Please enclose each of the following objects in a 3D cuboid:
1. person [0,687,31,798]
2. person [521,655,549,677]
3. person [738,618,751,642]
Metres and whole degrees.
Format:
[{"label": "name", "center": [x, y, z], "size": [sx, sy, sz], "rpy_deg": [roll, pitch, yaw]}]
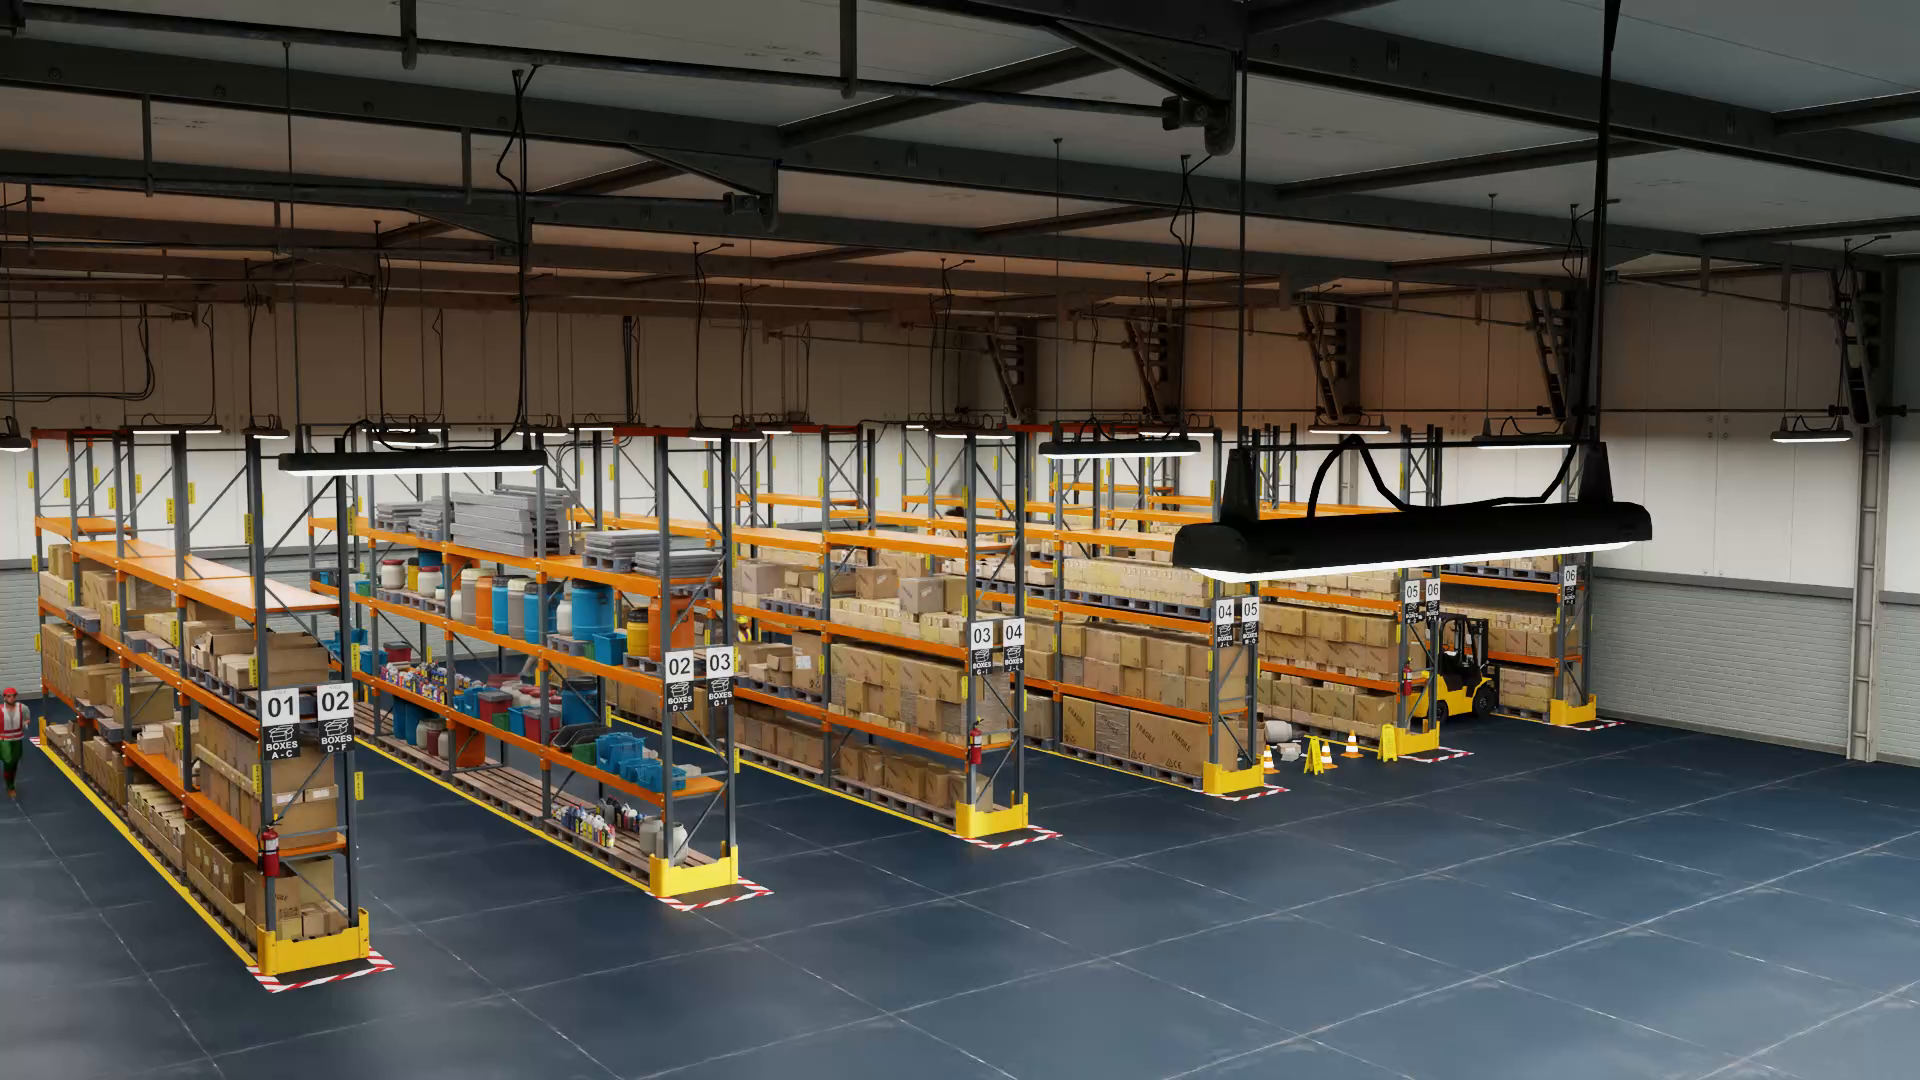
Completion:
[{"label": "person", "center": [-15.601, 3.317, 27.334], "size": [0.883, 1.840, 0.583], "rpy_deg": [4, 6, 43]}, {"label": "person", "center": [-9.970, 2.433, 39.108], "size": [0.746, 1.792, 0.661], "rpy_deg": [0, 4, -2]}, {"label": "person", "center": [-4.829, 2.593, 36.818], "size": [0.708, 1.765, 0.824], "rpy_deg": [-4, 6, -43]}]
